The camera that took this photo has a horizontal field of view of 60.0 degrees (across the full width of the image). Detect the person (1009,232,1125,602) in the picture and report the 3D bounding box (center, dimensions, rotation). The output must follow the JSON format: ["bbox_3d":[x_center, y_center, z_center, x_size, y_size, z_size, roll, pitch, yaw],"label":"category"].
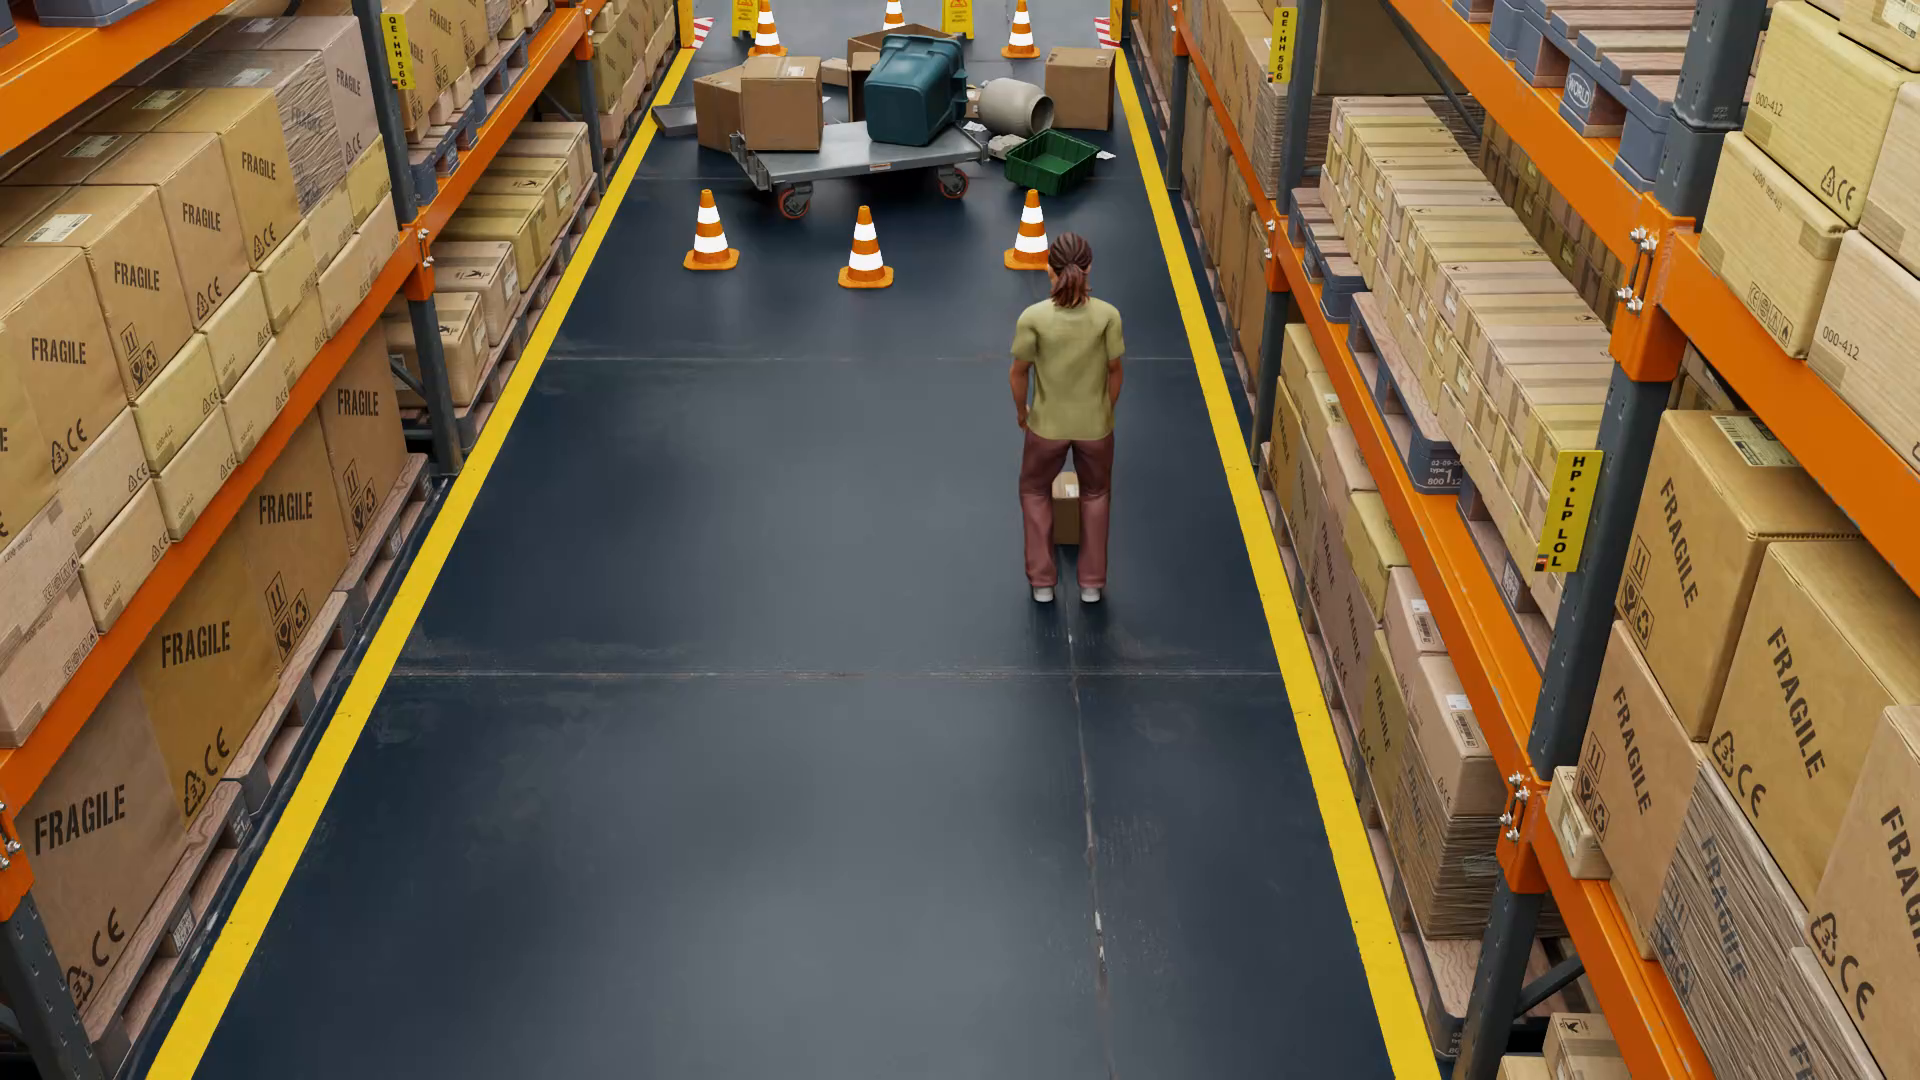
[{"bbox_3d":[0.438,-0.476,6.987,0.470,1.603,0.388,1,32,1],"label":"person"}]
